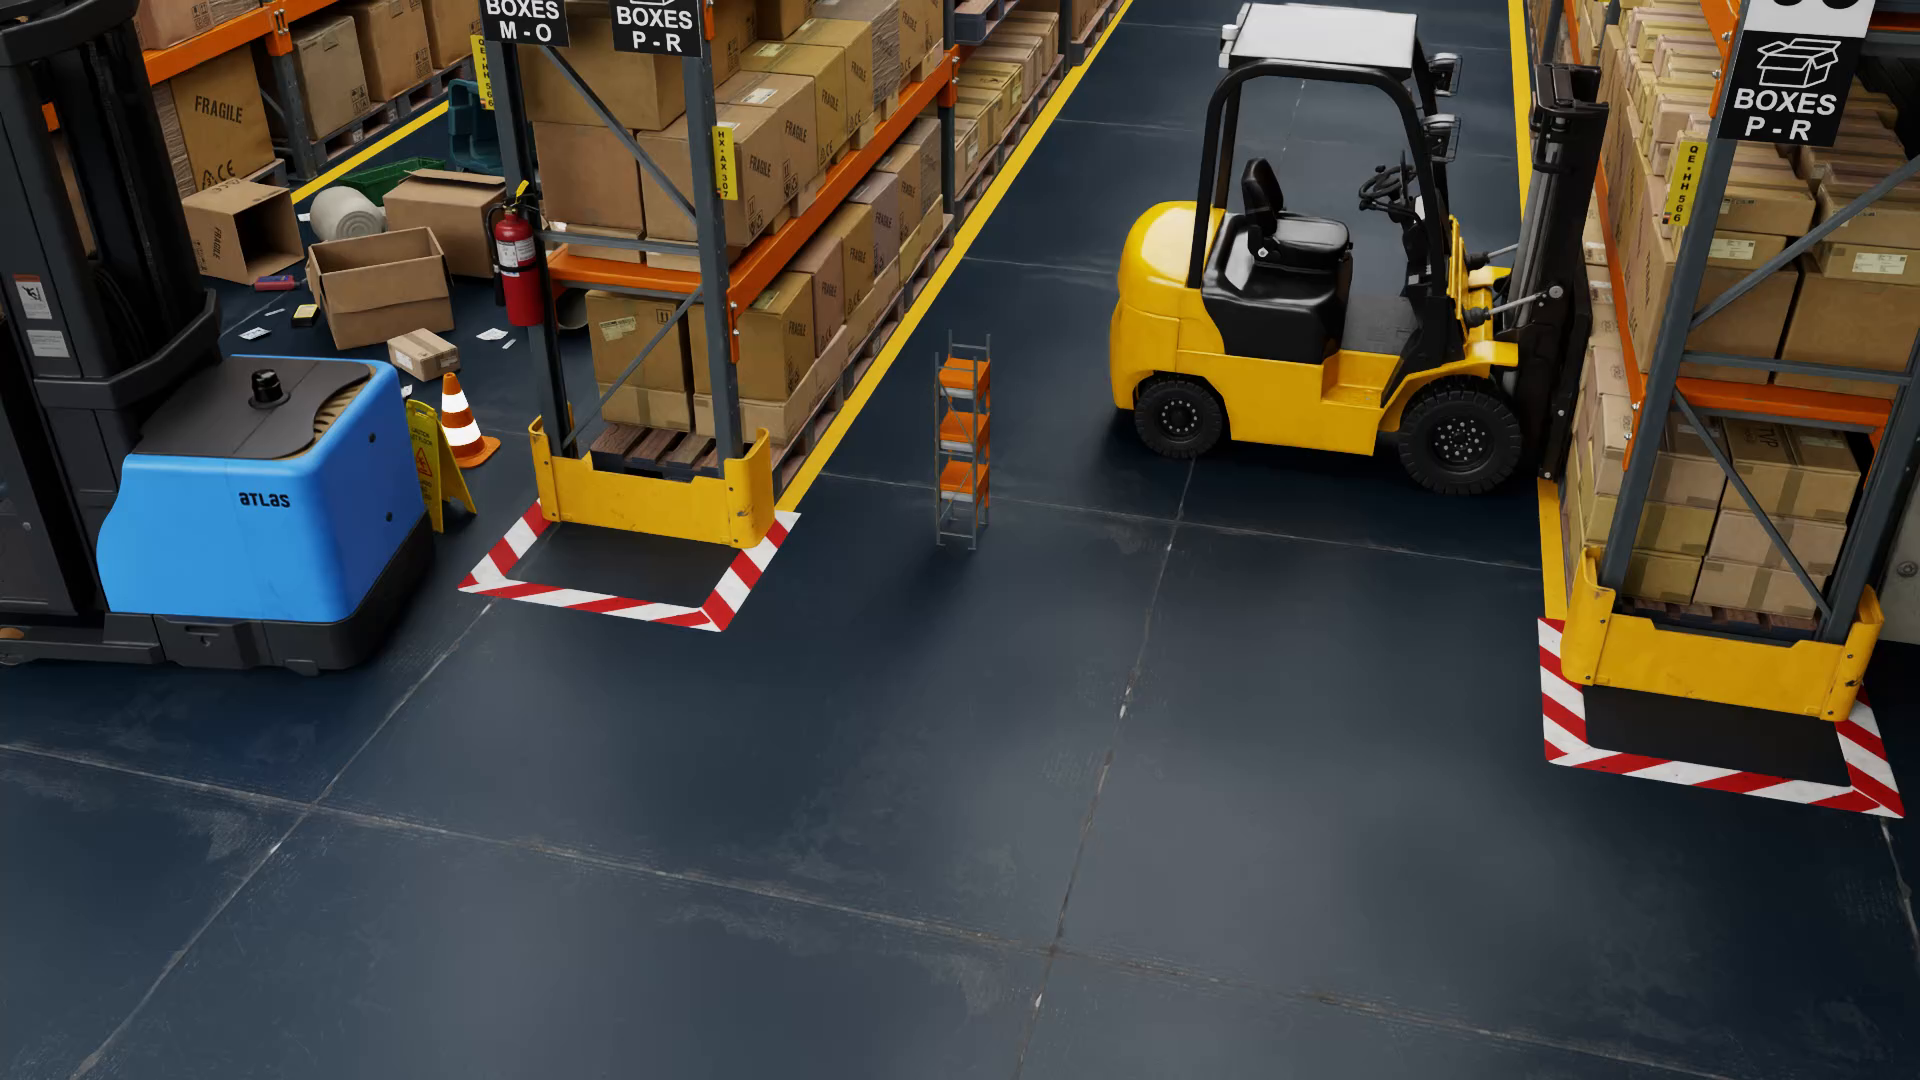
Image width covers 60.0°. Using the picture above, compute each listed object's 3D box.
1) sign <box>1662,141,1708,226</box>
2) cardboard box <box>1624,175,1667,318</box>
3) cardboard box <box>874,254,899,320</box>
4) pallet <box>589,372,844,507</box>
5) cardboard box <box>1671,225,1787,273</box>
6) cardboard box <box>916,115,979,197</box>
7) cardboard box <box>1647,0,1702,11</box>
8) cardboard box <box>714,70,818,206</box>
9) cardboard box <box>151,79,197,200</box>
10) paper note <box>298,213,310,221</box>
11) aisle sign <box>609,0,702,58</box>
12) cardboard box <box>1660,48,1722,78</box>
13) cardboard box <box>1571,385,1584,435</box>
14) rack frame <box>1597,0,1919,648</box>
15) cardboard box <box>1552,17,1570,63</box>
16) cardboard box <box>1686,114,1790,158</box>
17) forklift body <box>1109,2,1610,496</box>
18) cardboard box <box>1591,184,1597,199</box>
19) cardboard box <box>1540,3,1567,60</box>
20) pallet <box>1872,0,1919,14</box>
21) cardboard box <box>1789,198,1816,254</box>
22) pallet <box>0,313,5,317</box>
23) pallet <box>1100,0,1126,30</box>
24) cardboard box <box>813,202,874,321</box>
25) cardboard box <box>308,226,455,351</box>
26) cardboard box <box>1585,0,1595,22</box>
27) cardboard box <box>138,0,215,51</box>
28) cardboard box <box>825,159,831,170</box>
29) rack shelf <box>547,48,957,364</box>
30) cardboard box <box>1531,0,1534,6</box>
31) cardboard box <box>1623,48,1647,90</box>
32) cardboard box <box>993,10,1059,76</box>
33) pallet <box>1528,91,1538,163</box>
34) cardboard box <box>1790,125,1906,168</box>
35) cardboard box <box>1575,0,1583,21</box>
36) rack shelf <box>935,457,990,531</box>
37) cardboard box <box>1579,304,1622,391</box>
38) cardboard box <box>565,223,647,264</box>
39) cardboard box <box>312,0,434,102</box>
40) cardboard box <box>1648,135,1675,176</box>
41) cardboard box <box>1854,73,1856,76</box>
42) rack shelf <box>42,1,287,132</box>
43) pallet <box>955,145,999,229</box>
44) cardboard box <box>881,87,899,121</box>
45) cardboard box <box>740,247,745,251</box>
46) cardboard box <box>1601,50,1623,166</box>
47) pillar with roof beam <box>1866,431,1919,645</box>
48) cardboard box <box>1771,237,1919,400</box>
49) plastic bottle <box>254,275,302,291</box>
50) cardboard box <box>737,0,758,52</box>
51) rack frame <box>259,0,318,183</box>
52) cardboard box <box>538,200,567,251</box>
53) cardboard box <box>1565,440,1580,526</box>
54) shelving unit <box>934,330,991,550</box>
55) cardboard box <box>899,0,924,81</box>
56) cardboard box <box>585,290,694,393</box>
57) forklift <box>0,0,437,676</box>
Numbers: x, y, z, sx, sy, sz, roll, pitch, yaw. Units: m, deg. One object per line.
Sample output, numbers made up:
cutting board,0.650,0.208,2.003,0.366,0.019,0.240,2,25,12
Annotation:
sign,2.732,-1.340,6.261,0.100,0.325,0.005,8,33,12
cardboard box,3.265,-1.271,7.361,0.500,0.500,0.500,9,34,14
cardboard box,-0.683,-1.552,10.067,0.500,0.250,0.500,9,33,13
pallet,-1.289,-0.623,9.034,1.003,0.211,1.213,8,33,12
cardboard box,3.070,-1.204,6.650,0.380,0.149,0.250,8,33,13
cardboard box,-0.403,-2.760,11.854,0.950,0.372,0.625,8,33,13
cardboard box,3.866,-2.781,8.853,0.380,0.149,0.250,7,33,11
cardboard box,-1.032,-1.989,8.212,0.500,0.500,0.500,9,34,14
cardboard box,-5.800,-2.537,11.033,0.875,0.875,0.875,8,33,13
paper note,-4.642,-2.316,11.864,0.147,0.020,0.142,-14,35,-21
aisle sign,-1.265,-2.367,6.754,0.394,0.787,0.004,8,33,12
cardboard box,3.604,-2.251,8.020,0.380,0.149,0.250,8,33,13
cardboard box,3.323,-0.723,8.296,0.500,0.250,0.500,7,33,11
rack frame,3.253,-0.670,6.508,1.000,3.000,0.127,8,33,12
cardboard box,5.112,-3.675,13.057,0.875,0.625,0.625,9,34,14
cardboard box,3.348,-1.717,7.180,0.380,0.149,0.250,8,33,13
forklift body,1.970,-1.544,8.674,2.313,2.155,1.214,8,33,12
cardboard box,3.842,-1.976,9.802,0.500,0.250,0.500,8,33,12
cardboard box,5.183,-4.193,13.987,0.500,0.500,0.500,9,34,14
pallet,3.458,-2.262,6.299,1.003,0.211,1.213,8,33,12
cardboard box,3.591,-1.263,6.744,0.380,0.149,0.250,8,33,12
pallet,-6.235,-1.214,9.963,1.003,0.211,1.213,8,33,12
pallet,1.066,-5.349,16.467,1.003,0.211,1.213,8,33,12
cardboard box,-0.807,-1.602,9.446,0.500,0.500,0.500,9,33,13
cardboard box,-3.552,-1.547,10.214,0.797,0.503,0.637,-14,35,-21
cardboard box,4.269,-3.451,10.556,0.500,0.250,0.500,7,33,11
cardboard box,-5.547,-3.623,11.013,0.875,0.550,0.550,8,33,12
cardboard box,-0.915,-2.055,8.921,0.380,0.149,0.250,9,34,14
rack shelf,-1.041,-2.078,9.394,1.077,0.370,4.000,8,33,12
cardboard box,5.702,-5.263,15.672,0.500,0.500,0.500,7,33,11
cardboard box,3.627,-2.405,8.539,0.380,0.149,0.250,8,33,12
cardboard box,0.328,-4.272,14.232,0.950,0.372,0.625,6,33,9
pallet,5.037,-3.223,13.123,1.003,0.211,1.213,8,33,12
cardboard box,3.775,-1.653,7.080,0.380,0.149,0.250,8,33,13
cardboard box,4.545,-3.764,11.514,0.500,0.250,0.500,9,34,14
rack shelf,0.014,-0.227,8.167,0.215,0.259,0.240,8,33,12
cardboard box,3.311,-0.919,8.140,0.500,0.250,0.500,8,33,13
cardboard box,-1.661,-1.461,7.987,0.380,0.149,0.250,9,34,14
cardboard box,-5.028,-4.103,13.614,1.050,0.750,0.750,8,33,12
cardboard box,3.327,-1.739,7.492,0.380,0.149,0.250,7,33,11
cardboard box,4.029,-2.193,7.929,0.380,0.149,0.250,9,34,14
rack shelf,-5.855,-2.700,10.371,1.077,0.370,4.000,8,33,12
pallet,-0.338,-2.647,12.217,1.003,0.211,1.213,8,33,12
cardboard box,-0.575,-2.578,9.743,0.380,0.149,0.250,8,33,12
cardboard box,-1.212,-1.519,8.078,0.380,0.149,0.250,9,33,13
cardboard box,3.787,-2.321,9.011,0.500,0.500,0.500,9,33,13
pillar with roof beam,0.138,-4.027,6.196,9.100,9.000,0.400,8,33,12
cardboard box,3.648,-0.932,6.826,0.500,0.500,0.500,9,34,14
plastic bottle,-4.428,-1.673,10.825,0.283,0.061,0.133,-3,33,-4
cardboard box,-1.465,-2.769,8.507,0.700,0.500,0.500,8,33,12
rack frame,-5.347,-4.041,11.811,1.000,3.000,0.127,8,33,12
cardboard box,-2.816,-2.135,11.361,0.258,0.266,0.396,-14,35,-21
cardboard box,3.202,-0.231,7.988,0.500,0.250,0.500,8,33,12
shelving unit,0.014,-0.471,8.012,0.215,1.050,0.252,8,33,12
cardboard box,-0.530,-3.055,9.889,0.500,0.500,0.500,9,34,14
cardboard box,-1.598,-1.128,8.702,0.500,0.500,0.500,8,33,13
forklift,-4.074,-0.960,7.028,3.031,2.935,1.130,3,33,4
